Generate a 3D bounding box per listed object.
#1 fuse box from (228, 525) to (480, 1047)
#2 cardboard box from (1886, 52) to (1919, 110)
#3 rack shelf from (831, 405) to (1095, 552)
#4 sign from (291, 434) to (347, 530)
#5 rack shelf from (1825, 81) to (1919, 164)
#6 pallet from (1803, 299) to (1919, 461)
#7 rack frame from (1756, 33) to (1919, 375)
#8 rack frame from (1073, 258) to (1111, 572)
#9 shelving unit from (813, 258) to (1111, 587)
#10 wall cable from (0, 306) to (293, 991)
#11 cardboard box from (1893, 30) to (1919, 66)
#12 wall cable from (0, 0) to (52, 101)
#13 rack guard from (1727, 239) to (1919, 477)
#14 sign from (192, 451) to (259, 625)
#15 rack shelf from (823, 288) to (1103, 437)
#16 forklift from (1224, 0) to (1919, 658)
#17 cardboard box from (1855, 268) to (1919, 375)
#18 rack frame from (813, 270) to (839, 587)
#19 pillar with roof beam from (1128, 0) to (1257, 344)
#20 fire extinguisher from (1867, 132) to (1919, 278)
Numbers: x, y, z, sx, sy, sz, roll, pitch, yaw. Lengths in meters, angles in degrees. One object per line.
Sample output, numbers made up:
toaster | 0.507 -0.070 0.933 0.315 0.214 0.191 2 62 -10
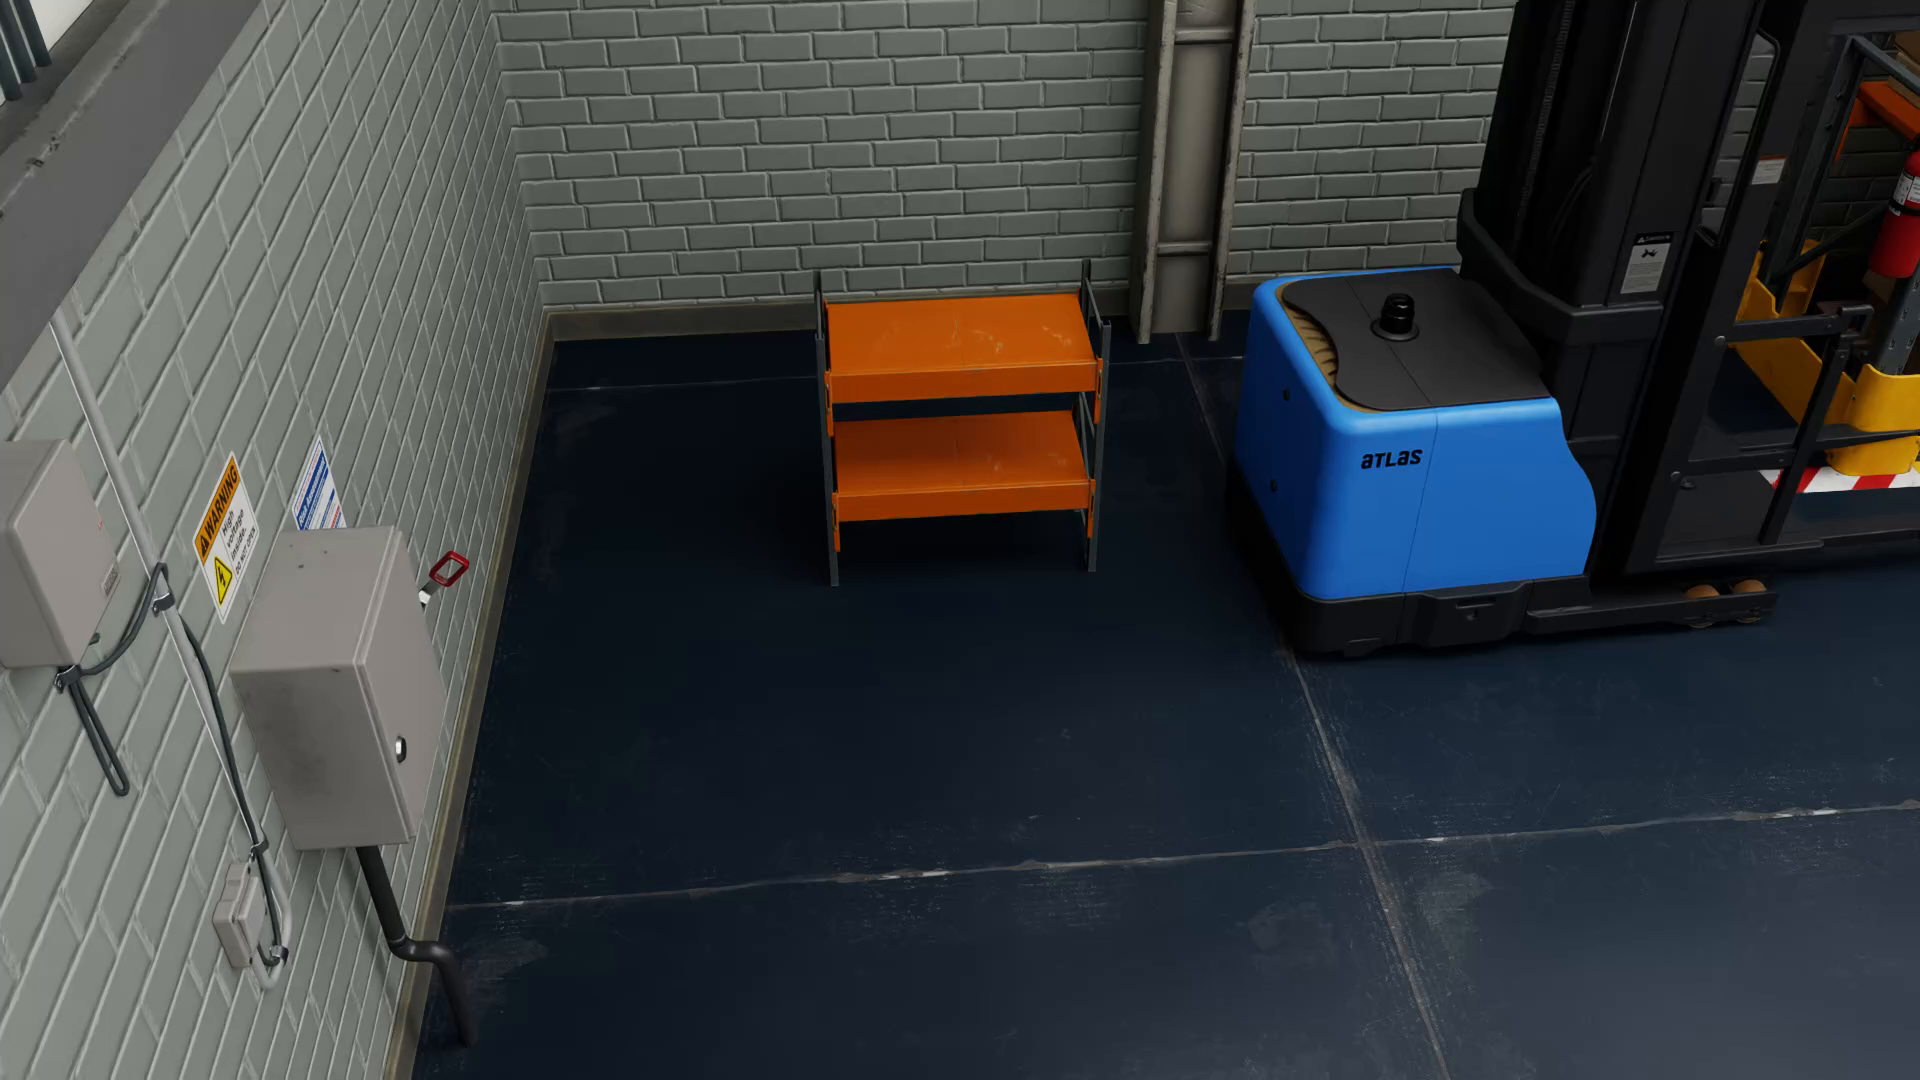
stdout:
fuse box | -1.416 0.777 4.384 0.414 1.711 0.539 -3 38 -4
cardboard box | 4.103 -1.896 6.935 0.250 0.149 0.380 -4 38 -4
rack shelf | -0.007 -0.249 6.553 1.000 0.278 0.538 -3 38 -4
sign | -1.666 0.015 4.386 0.001 0.494 0.329 -3 38 -4
rack shelf | 5.788 -1.638 6.986 4.000 0.370 1.077 -3 38 -4
pallet | 4.666 -0.765 7.549 1.213 0.211 1.003 -3 38 -4
rack frame | 3.796 -1.811 6.624 0.127 3.000 1.000 -3 38 -4
rack frame | 0.500 -0.469 6.436 0.032 1.125 0.500 -3 38 -4
shelving unit | -0.007 -0.441 6.401 1.048 1.125 0.538 -3 38 -4
wall cable | -1.512 0.302 3.126 0.122 1.984 0.588 -3 38 -4
cardboard box | 4.231 -2.058 6.818 0.500 0.250 0.500 -2 38 -3
wall cable | -1.674 -2.818 3.026 0.133 3.039 2.988 -3 38 -4
rack guard | 3.872 -0.834 7.403 0.348 0.500 1.175 -3 38 -4
sign | -1.617 -0.008 3.672 0.001 0.242 0.339 -3 38 -4
rack shelf | -0.007 -0.671 6.220 1.000 0.278 0.538 -3 38 -4
forklift | 2.649 -1.136 5.823 3.031 2.935 1.130 -5 39 -7
cardboard box | 4.414 -0.971 7.235 0.637 0.503 0.797 -5 39 -6
rack frame | -0.513 -0.413 6.366 0.032 1.125 0.500 -3 38 -4
pillar with roof beam | 1.412 -1.918 1.916 0.400 9.000 9.100 -3 38 -4
fire extinguisher | 3.691 -1.341 6.392 0.183 0.674 0.296 -3 38 -4
